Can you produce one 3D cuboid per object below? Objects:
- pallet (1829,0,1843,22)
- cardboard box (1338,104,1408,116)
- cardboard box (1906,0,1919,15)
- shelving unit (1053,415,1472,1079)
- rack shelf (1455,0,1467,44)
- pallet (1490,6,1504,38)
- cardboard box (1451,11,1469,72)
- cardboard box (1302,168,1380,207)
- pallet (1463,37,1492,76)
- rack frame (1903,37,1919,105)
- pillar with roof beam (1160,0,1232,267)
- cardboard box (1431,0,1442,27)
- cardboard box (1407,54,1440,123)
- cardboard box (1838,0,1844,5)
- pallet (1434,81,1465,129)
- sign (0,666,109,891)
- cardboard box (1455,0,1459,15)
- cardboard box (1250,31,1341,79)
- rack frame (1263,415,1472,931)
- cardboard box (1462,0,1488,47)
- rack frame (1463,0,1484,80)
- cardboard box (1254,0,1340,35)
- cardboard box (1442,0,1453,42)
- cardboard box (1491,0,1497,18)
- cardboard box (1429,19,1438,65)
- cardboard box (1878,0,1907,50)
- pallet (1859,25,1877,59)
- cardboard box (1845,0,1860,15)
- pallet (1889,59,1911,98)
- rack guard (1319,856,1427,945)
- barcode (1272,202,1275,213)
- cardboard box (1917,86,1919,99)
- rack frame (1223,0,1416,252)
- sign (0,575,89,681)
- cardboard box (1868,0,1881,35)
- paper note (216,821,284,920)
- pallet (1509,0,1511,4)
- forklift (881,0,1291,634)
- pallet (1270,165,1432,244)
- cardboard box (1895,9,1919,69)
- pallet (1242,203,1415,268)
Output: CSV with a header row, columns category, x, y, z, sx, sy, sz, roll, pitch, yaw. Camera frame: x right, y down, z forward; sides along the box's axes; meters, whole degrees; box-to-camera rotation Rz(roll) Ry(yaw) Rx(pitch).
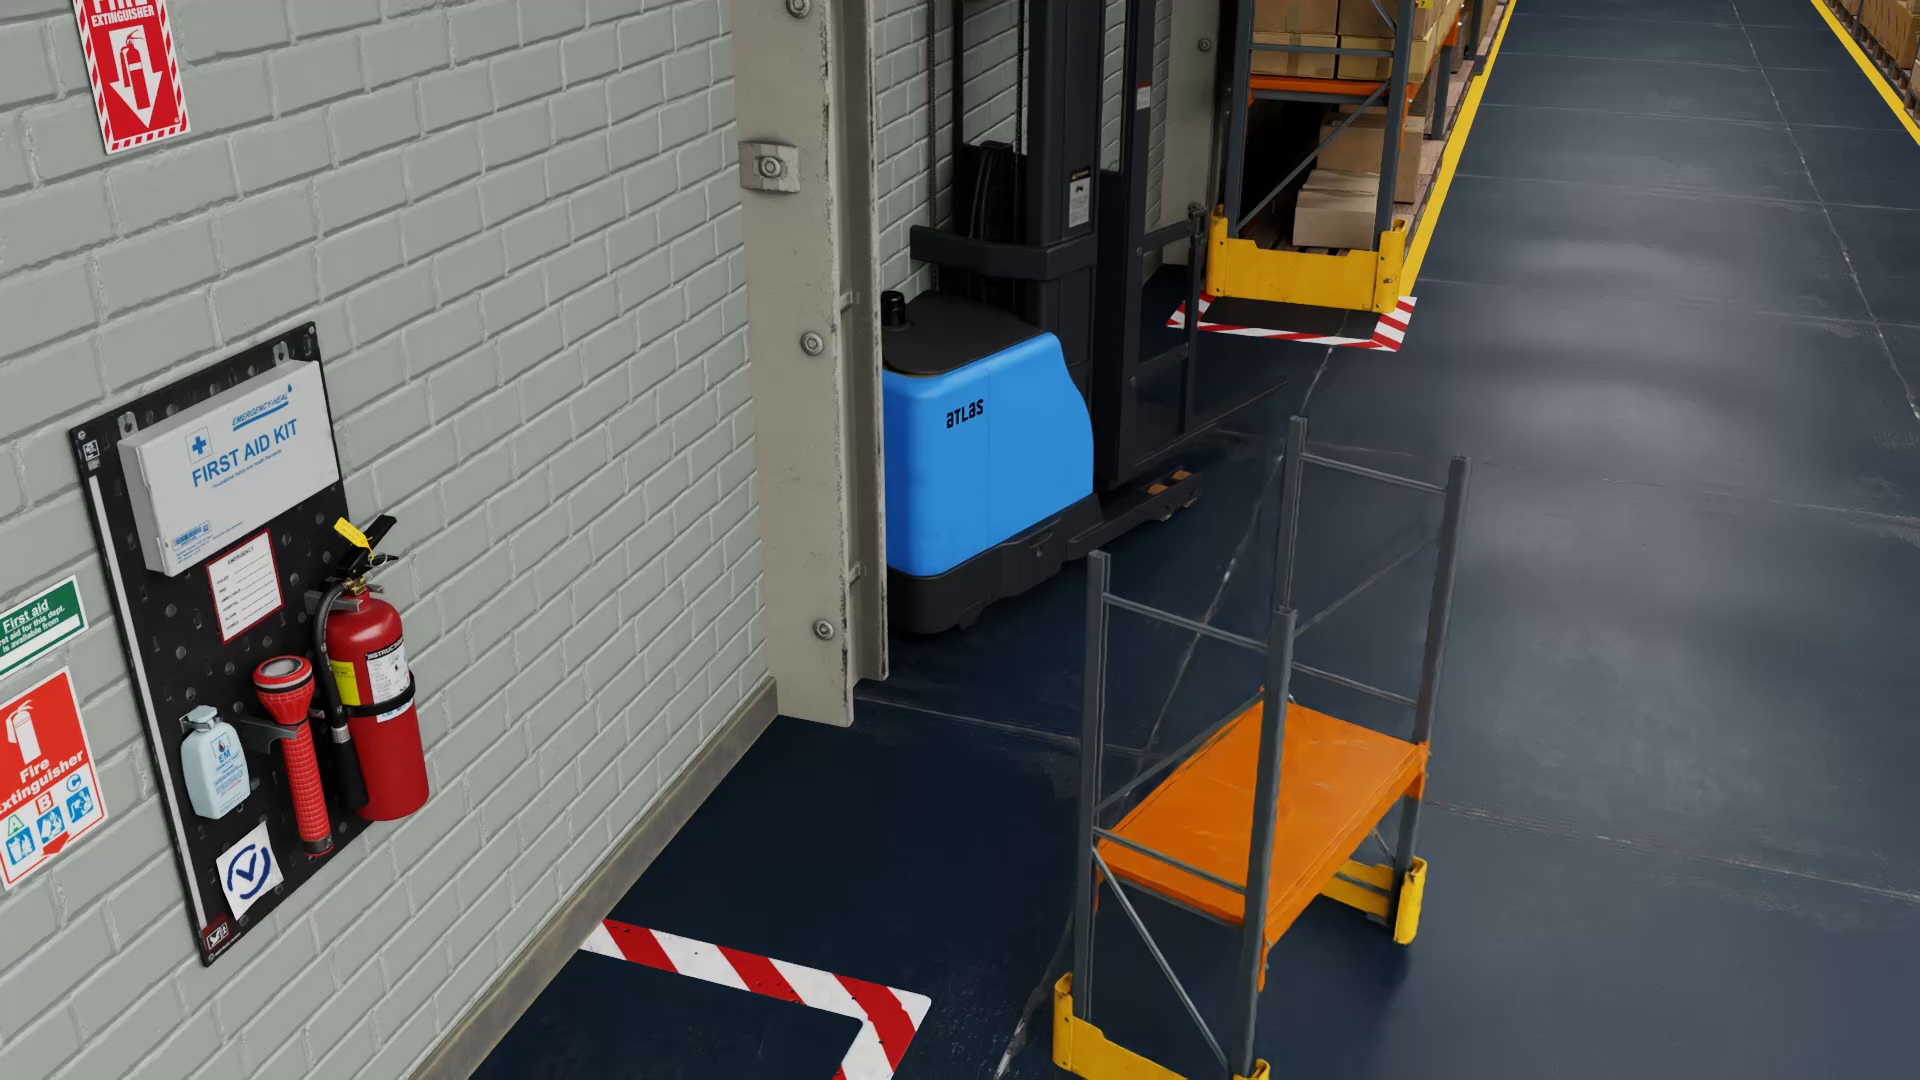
category,x,y,z,sx,sy,sz,roll,pitch,yaw
pallet,11.404,-6.588,20.614,1.003,0.211,1.213,9,27,17
cardboard box,3.128,-3.128,12.631,0.500,0.500,0.500,7,27,14
cardboard box,9.544,-5.267,16.189,0.500,0.250,0.500,10,28,19
shelving unit,0.791,0.589,4.313,0.587,1.500,1.083,18,31,32
rack shelf,4.101,-4.985,14.930,1.077,0.370,4.000,9,27,17
pallet,5.912,-6.192,19.796,1.003,0.211,1.213,9,27,17
cardboard box,4.576,-4.900,16.293,0.700,0.500,0.500,9,27,18
cardboard box,2.609,-2.337,11.215,0.500,0.311,0.500,11,28,22
pallet,5.100,-5.189,17.725,1.003,0.211,1.213,9,27,17
rack frame,9.439,-5.414,14.990,1.000,3.000,0.127,9,27,17
pillar with roof beam,5.581,-5.332,7.937,9.100,9.000,0.400,9,27,17
cardboard box,2.720,-3.477,10.277,0.500,0.500,0.500,9,27,18
cardboard box,3.665,-3.865,14.154,0.700,0.500,0.500,10,27,19
cardboard box,10.942,-6.629,20.080,0.500,0.311,0.500,9,27,17
pallet,4.097,-4.055,15.383,1.003,0.211,1.213,9,27,17
sign,-1.615,0.415,2.909,0.001,0.329,0.234,9,27,17
cardboard box,3.390,-3.986,12.191,0.500,0.250,0.500,9,27,18
cardboard box,2.077,-3.005,10.164,0.500,0.250,0.500,9,27,18
rack frame,1.095,0.406,4.689,0.500,1.500,0.032,18,31,32
cardboard box,5.135,-5.636,17.432,0.750,0.750,0.750,8,27,17
rack frame,4.766,-6.131,16.471,1.000,3.000,0.127,9,27,17
cardboard box,2.061,-3.347,10.009,0.500,0.500,0.500,8,27,17
cardboard box,3.071,-3.571,11.332,0.500,0.250,0.500,9,27,18
cardboard box,5.711,-6.345,18.897,0.750,0.750,0.750,10,27,19
cardboard box,2.725,-3.155,10.473,0.500,0.250,0.500,8,27,16
cardboard box,9.870,-5.335,17.189,0.500,0.500,0.500,8,27,15
pallet,10.535,-5.463,18.291,1.003,0.211,1.213,9,27,17
cardboard box,10.692,-6.406,19.402,0.500,0.500,0.500,9,27,17
pallet,9.723,-4.460,16.220,1.003,0.211,1.213,9,27,17
rack guard,1.084,0.976,4.948,0.587,0.250,0.087,18,31,32
barcode,2.048,-2.172,10.864,0.001,0.075,0.075,9,27,17
cardboard box,8.821,-3.986,14.714,0.500,0.250,0.500,8,27,16
rack frame,2.104,-2.843,9.681,1.000,3.000,0.127,9,27,17
sign,-1.605,0.176,2.795,0.001,0.109,0.331,9,27,17
cardboard box,10.212,-5.747,18.040,0.500,0.500,0.500,9,27,18
paper note,-1.458,0.678,3.418,0.016,0.148,0.142,9,27,17
pallet,6.829,-7.324,22.134,1.003,0.211,1.213,9,27,17
forklift,0.453,-1.529,7.044,1.130,2.935,3.031,20,32,35
pallet,2.841,-2.448,12.064,1.003,0.211,1.213,9,27,17
cardboard box,9.529,-4.905,16.303,0.500,0.500,0.500,10,28,19
pallet,2.433,-1.948,11.032,1.003,0.211,1.213,9,27,17
